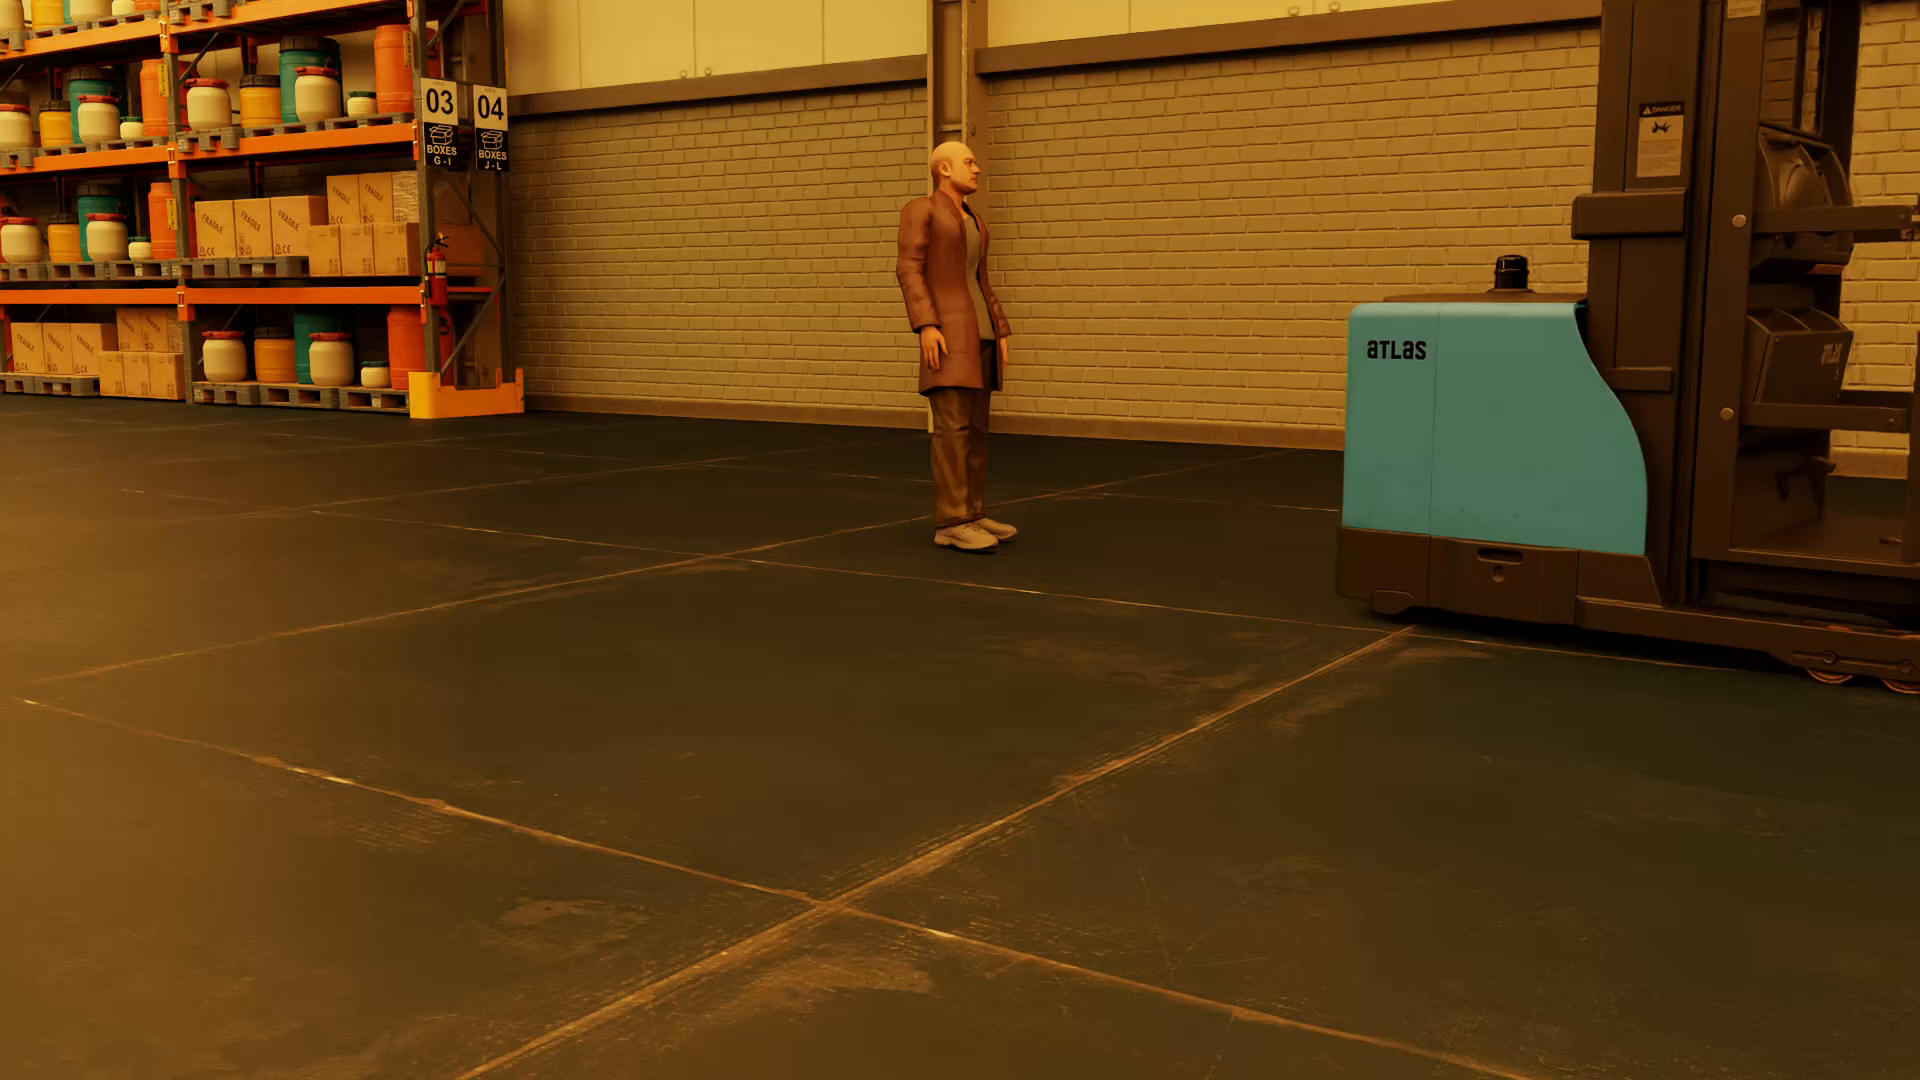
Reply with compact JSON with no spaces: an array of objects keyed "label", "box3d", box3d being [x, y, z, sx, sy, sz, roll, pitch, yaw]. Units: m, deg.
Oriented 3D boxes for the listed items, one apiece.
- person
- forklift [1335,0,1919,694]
[{"label":"person","box3d":[0.074,-0.880,7.424,0.579,1.777,0.698,5,10,34]},{"label":"forklift","box3d":[2.754,-1.108,4.984,3.031,2.935,1.130,7,11,40]}]
